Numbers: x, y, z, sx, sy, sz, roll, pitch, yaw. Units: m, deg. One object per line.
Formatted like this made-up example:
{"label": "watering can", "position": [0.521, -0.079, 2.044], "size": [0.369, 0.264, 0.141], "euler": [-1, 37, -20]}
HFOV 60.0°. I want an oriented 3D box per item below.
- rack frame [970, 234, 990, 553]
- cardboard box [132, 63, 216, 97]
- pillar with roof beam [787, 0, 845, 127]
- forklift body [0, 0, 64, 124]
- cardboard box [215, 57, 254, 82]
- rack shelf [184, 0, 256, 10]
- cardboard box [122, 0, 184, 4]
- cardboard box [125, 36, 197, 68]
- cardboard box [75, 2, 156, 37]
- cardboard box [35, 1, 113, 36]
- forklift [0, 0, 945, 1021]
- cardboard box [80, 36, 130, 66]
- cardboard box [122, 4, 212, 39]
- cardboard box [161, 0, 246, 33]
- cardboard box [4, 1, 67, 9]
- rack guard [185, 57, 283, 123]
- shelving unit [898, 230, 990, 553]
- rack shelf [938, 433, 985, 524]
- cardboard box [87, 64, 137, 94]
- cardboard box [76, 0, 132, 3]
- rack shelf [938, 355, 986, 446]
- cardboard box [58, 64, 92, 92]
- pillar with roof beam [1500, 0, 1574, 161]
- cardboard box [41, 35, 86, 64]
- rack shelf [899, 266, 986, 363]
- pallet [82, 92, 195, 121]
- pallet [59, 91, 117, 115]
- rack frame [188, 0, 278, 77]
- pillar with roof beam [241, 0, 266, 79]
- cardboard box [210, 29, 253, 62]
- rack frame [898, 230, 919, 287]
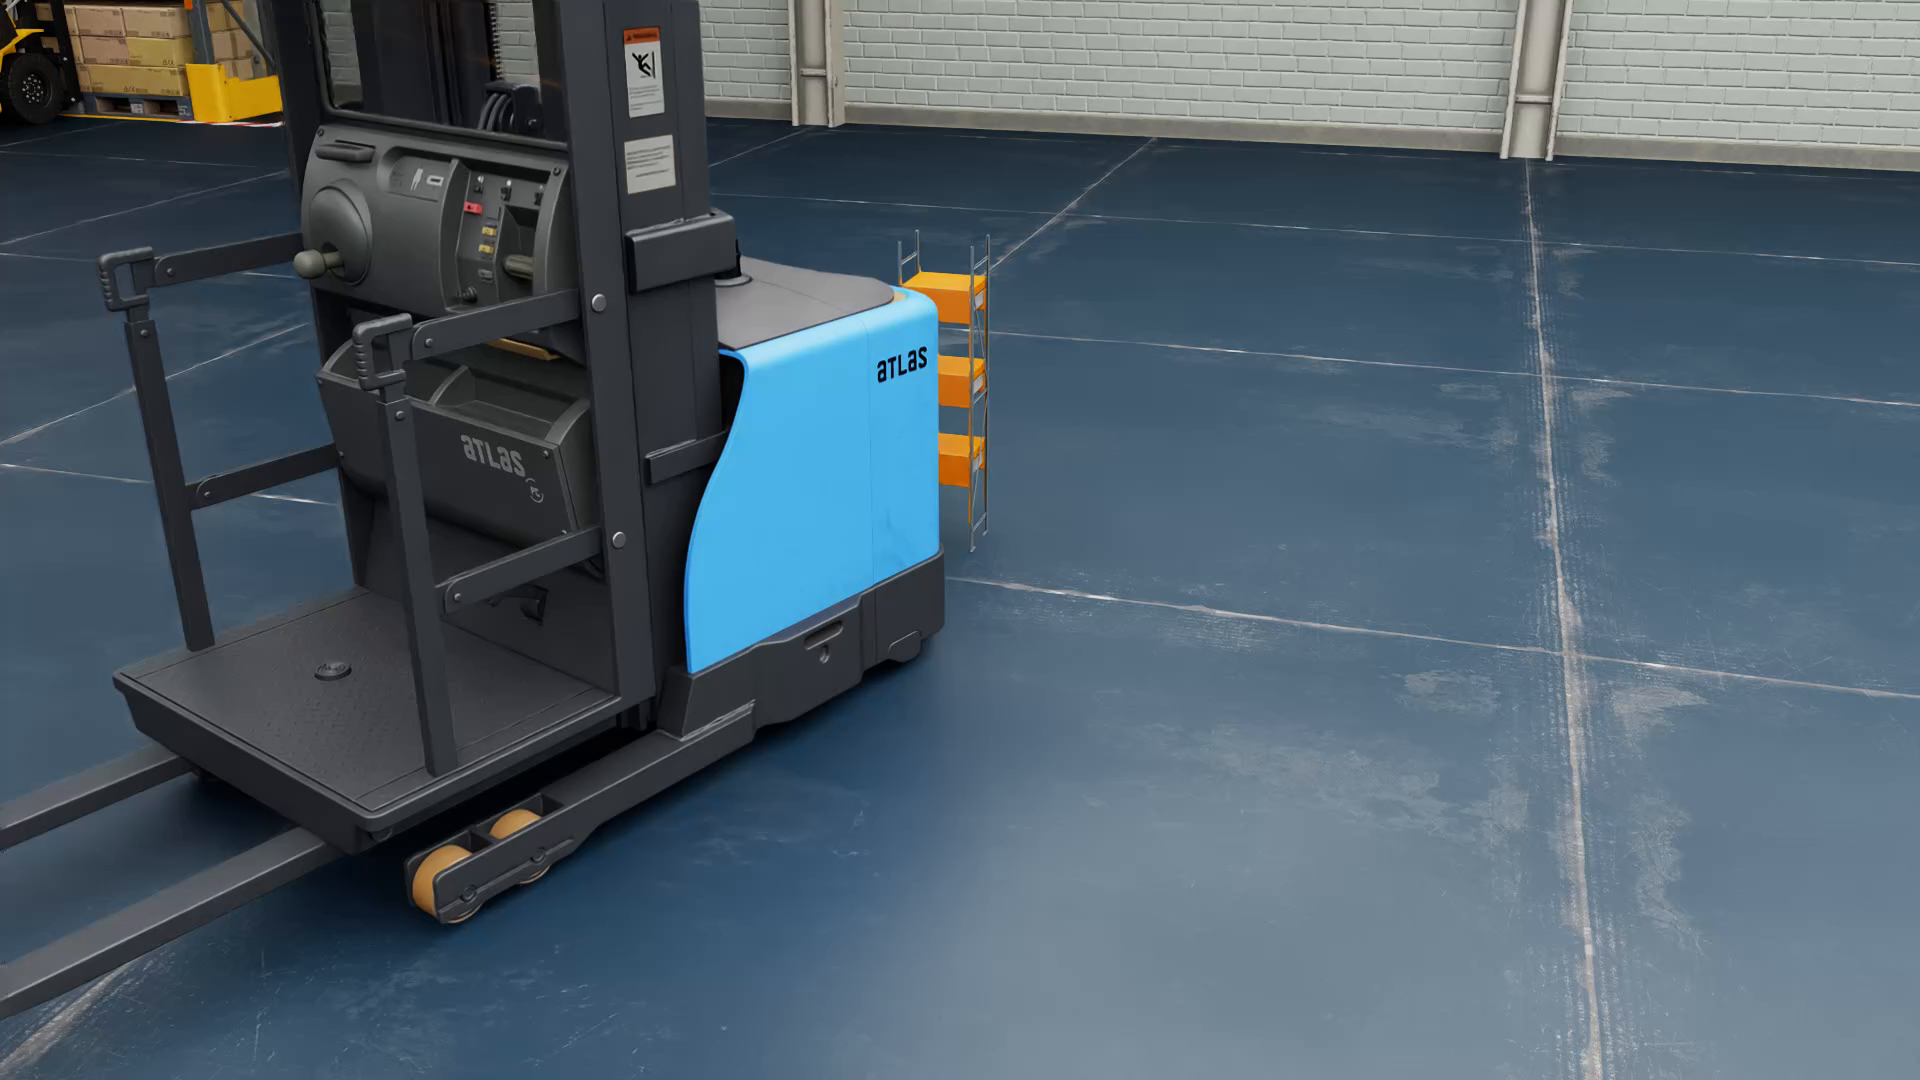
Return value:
{"label": "rack frame", "position": [0.066, -0.478, 5.552], "size": [0.008, 1.050, 0.200], "euler": [7, 23, 16]}
{"label": "cardboard box", "position": [-7.133, -4.203, 15.134], "size": [0.500, 0.250, 0.500], "euler": [7, 23, 16]}
{"label": "pillar with roof beam", "position": [-2.497, -6.302, 9.276], "size": [0.400, 9.000, 9.100], "euler": [7, 23, 16]}
{"label": "forklift body", "position": [-8.934, -4.497, 13.898], "size": [1.214, 2.155, 2.313], "euler": [7, 23, 16]}
{"label": "cardboard box", "position": [-7.006, -4.391, 15.593], "size": [0.500, 0.250, 0.500], "euler": [7, 23, 16]}
{"label": "rack shelf", "position": [-8.507, -5.231, 15.518], "size": [4.000, 0.370, 1.077], "euler": [7, 23, 16]}
{"label": "cardboard box", "position": [-7.477, -4.904, 15.525], "size": [0.500, 0.250, 0.500], "euler": [7, 23, 16]}
{"label": "cardboard box", "position": [-7.148, -4.438, 15.047], "size": [0.500, 0.250, 0.500], "euler": [6, 23, 15]}
{"label": "cardboard box", "position": [-7.613, -4.720, 15.077], "size": [0.500, 0.250, 0.500], "euler": [7, 23, 16]}
{"label": "cardboard box", "position": [-8.099, -4.772, 15.203], "size": [0.500, 0.250, 0.500], "euler": [7, 23, 16]}
{"label": "forklift", "position": [-1.348, -0.718, 3.658], "size": [1.130, 2.935, 3.031], "euler": [16, 27, 35]}
{"label": "cardboard box", "position": [-7.625, -4.497, 15.190], "size": [0.500, 0.250, 0.500], "euler": [6, 23, 15]}
{"label": "cardboard box", "position": [-7.123, -4.666, 14.946], "size": [0.500, 0.250, 0.500], "euler": [7, 23, 17]}
{"label": "cardboard box", "position": [-6.997, -4.851, 15.395], "size": [0.500, 0.250, 0.500], "euler": [6, 23, 15]}
{"label": "cardboard box", "position": [-8.582, -4.830, 15.345], "size": [0.500, 0.250, 0.500], "euler": [6, 23, 14]}
{"label": "rack guard", "position": [-6.569, -4.185, 15.314], "size": [0.348, 0.500, 1.175], "euler": [7, 23, 16]}
{"label": "shelving unit", "position": [-0.051, -0.492, 5.585], "size": [0.252, 1.050, 0.215], "euler": [7, 23, 16]}
{"label": "rack shelf", "position": [-0.051, -0.225, 5.695], "size": [0.240, 0.259, 0.215], "euler": [7, 23, 16]}
{"label": "cardboard box", "position": [-7.606, -4.261, 15.276], "size": [0.500, 0.250, 0.500], "euler": [7, 23, 15]}
{"label": "cardboard box", "position": [-7.952, -4.963, 15.668], "size": [0.500, 0.250, 0.500], "euler": [6, 23, 15]}
{"label": "rack shelf", "position": [-0.051, -0.482, 5.589], "size": [0.240, 0.259, 0.215], "euler": [7, 23, 16]}
{"label": "cardboard box", "position": [-8.083, -4.319, 15.417], "size": [0.500, 0.250, 0.500], "euler": [7, 23, 16]}
{"label": "pillar with roof beam", "position": [3.247, -5.644, 7.672], "size": [0.400, 9.000, 9.100], "euler": [7, 23, 16]}
{"label": "cardboard box", "position": [-8.126, -4.545, 15.310], "size": [0.500, 0.250, 0.500], "euler": [6, 23, 14]}
{"label": "rack shelf", "position": [-0.051, -0.744, 5.481], "size": [0.240, 0.259, 0.215], "euler": [7, 23, 16]}
{"label": "pallet", "position": [-7.336, -4.123, 15.543], "size": [1.213, 0.211, 1.003], "euler": [7, 23, 16]}
{"label": "pallet", "position": [-8.500, -4.257, 15.871], "size": [1.213, 0.211, 1.003], "euler": [7, 23, 15]}
{"label": "rack frame", "position": [-6.592, -5.344, 14.847], "size": [0.127, 3.000, 1.000], "euler": [7, 23, 16]}
{"label": "pillar with roof beam", "position": [-8.242, -6.960, 10.879], "size": [0.400, 9.000, 9.100], "euler": [7, 23, 16]}
{"label": "cardboard box", "position": [-6.982, -4.625, 15.503], "size": [0.500, 0.250, 0.500], "euler": [7, 23, 16]}
{"label": "rack frame", "position": [-0.168, -0.505, 5.618], "size": [0.008, 1.050, 0.200], "euler": [7, 23, 16]}
